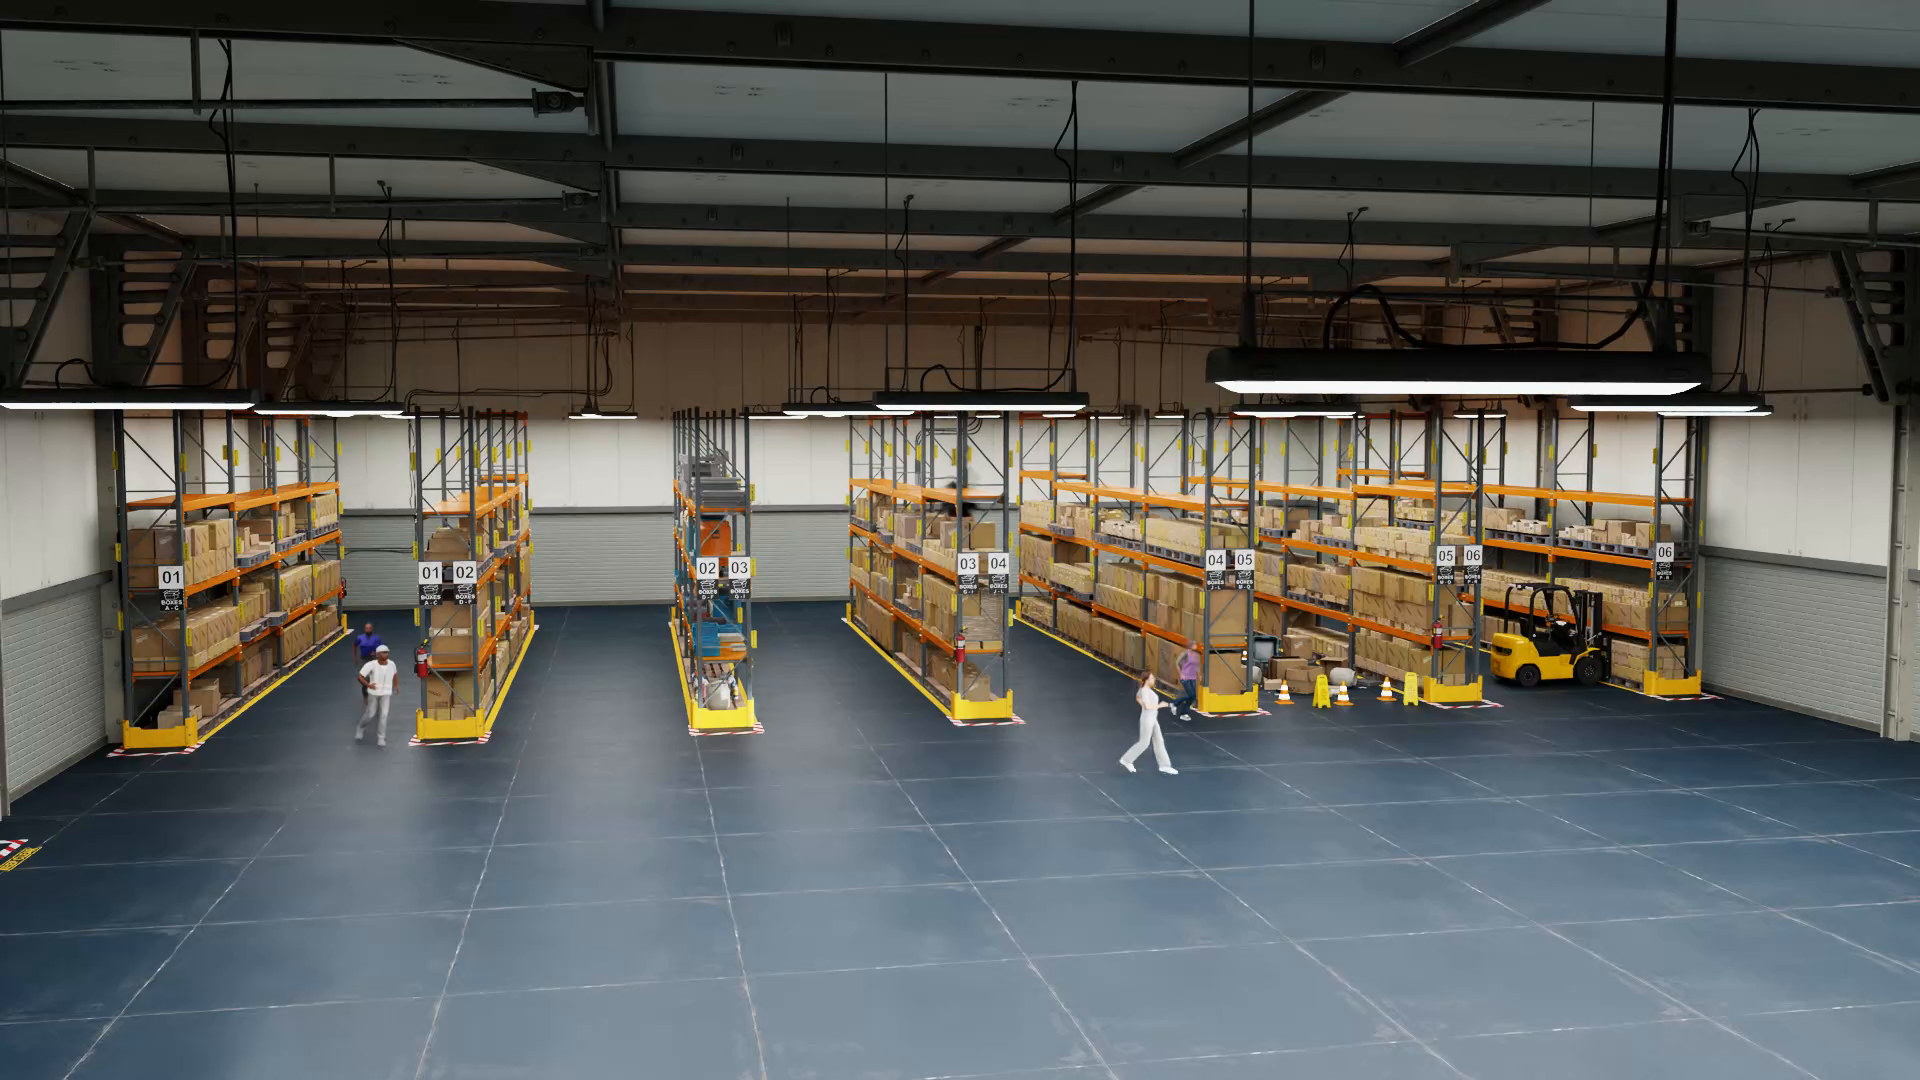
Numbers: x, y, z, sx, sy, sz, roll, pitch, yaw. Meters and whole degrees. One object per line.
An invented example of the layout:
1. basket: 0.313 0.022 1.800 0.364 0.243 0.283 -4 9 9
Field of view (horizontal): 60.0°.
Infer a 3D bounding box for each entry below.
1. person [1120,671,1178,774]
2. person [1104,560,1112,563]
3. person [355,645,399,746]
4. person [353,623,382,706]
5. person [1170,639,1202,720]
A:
1. person: 3.051 2.939 26.838 0.941 1.662 0.564 1 4 15
2. person: 4.254 1.445 47.803 0.628 1.783 0.705 -2 5 -31
3. person: -10.299 2.737 29.574 0.762 1.734 0.971 -3 5 -39
4. person: -11.963 2.520 33.636 0.536 1.680 0.789 -2 4 -25
5. person: 4.396 2.679 32.051 0.581 1.545 0.505 -4 6 -44
